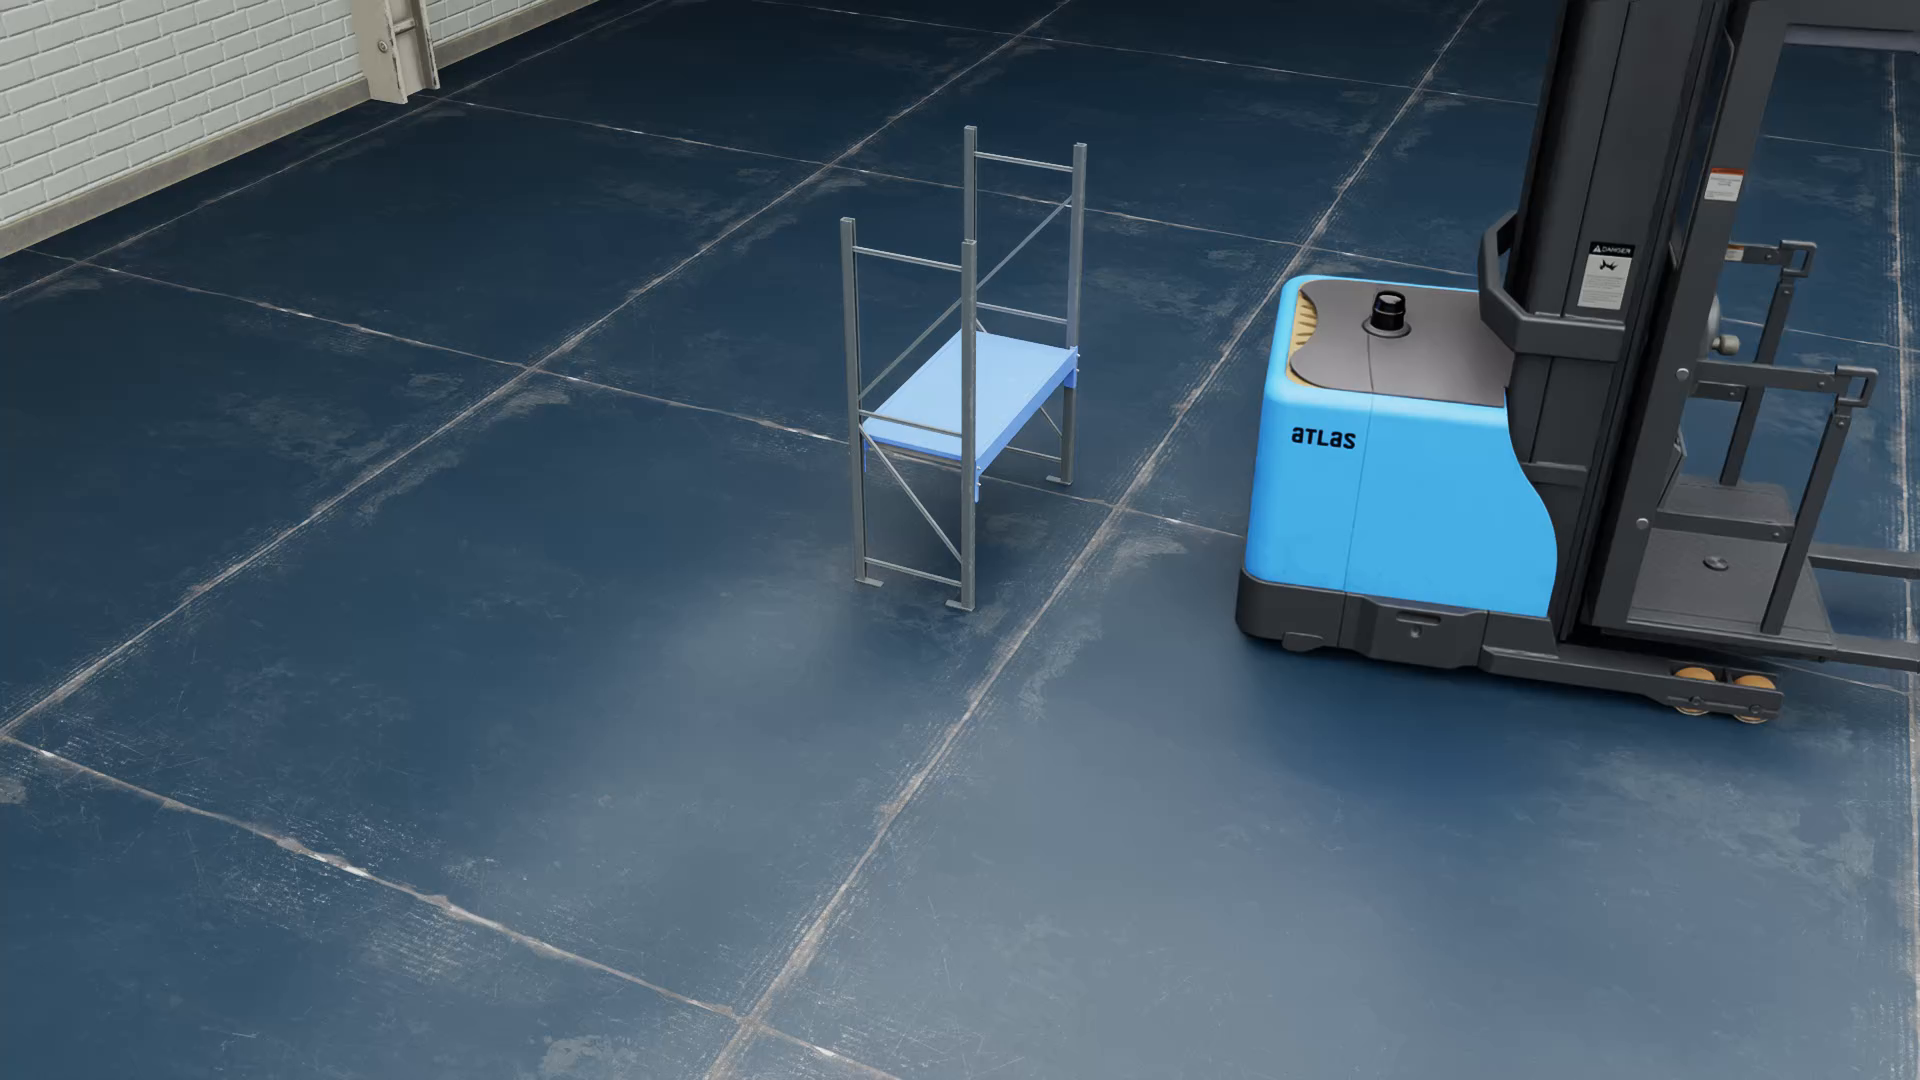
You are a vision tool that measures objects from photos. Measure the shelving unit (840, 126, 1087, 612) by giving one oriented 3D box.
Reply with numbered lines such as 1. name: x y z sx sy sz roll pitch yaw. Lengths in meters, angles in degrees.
1. shelving unit: 0.036 -0.670 6.404 0.538 1.500 1.048 14 36 20

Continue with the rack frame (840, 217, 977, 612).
1. rack frame: -0.177 -0.416 6.017 0.500 1.500 0.032 14 36 20

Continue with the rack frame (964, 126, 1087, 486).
1. rack frame: 0.248 -0.923 6.790 0.500 1.500 0.032 14 36 20

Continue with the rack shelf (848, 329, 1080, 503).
1. rack shelf: 0.036 -0.519 6.502 0.538 0.185 1.000 14 36 20

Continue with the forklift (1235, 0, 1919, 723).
1. forklift: 2.593 -0.911 5.466 3.031 2.935 1.130 7 34 11

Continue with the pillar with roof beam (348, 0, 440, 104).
1. pillar with roof beam: 0.085 -5.856 7.474 9.100 9.000 0.400 14 36 20
